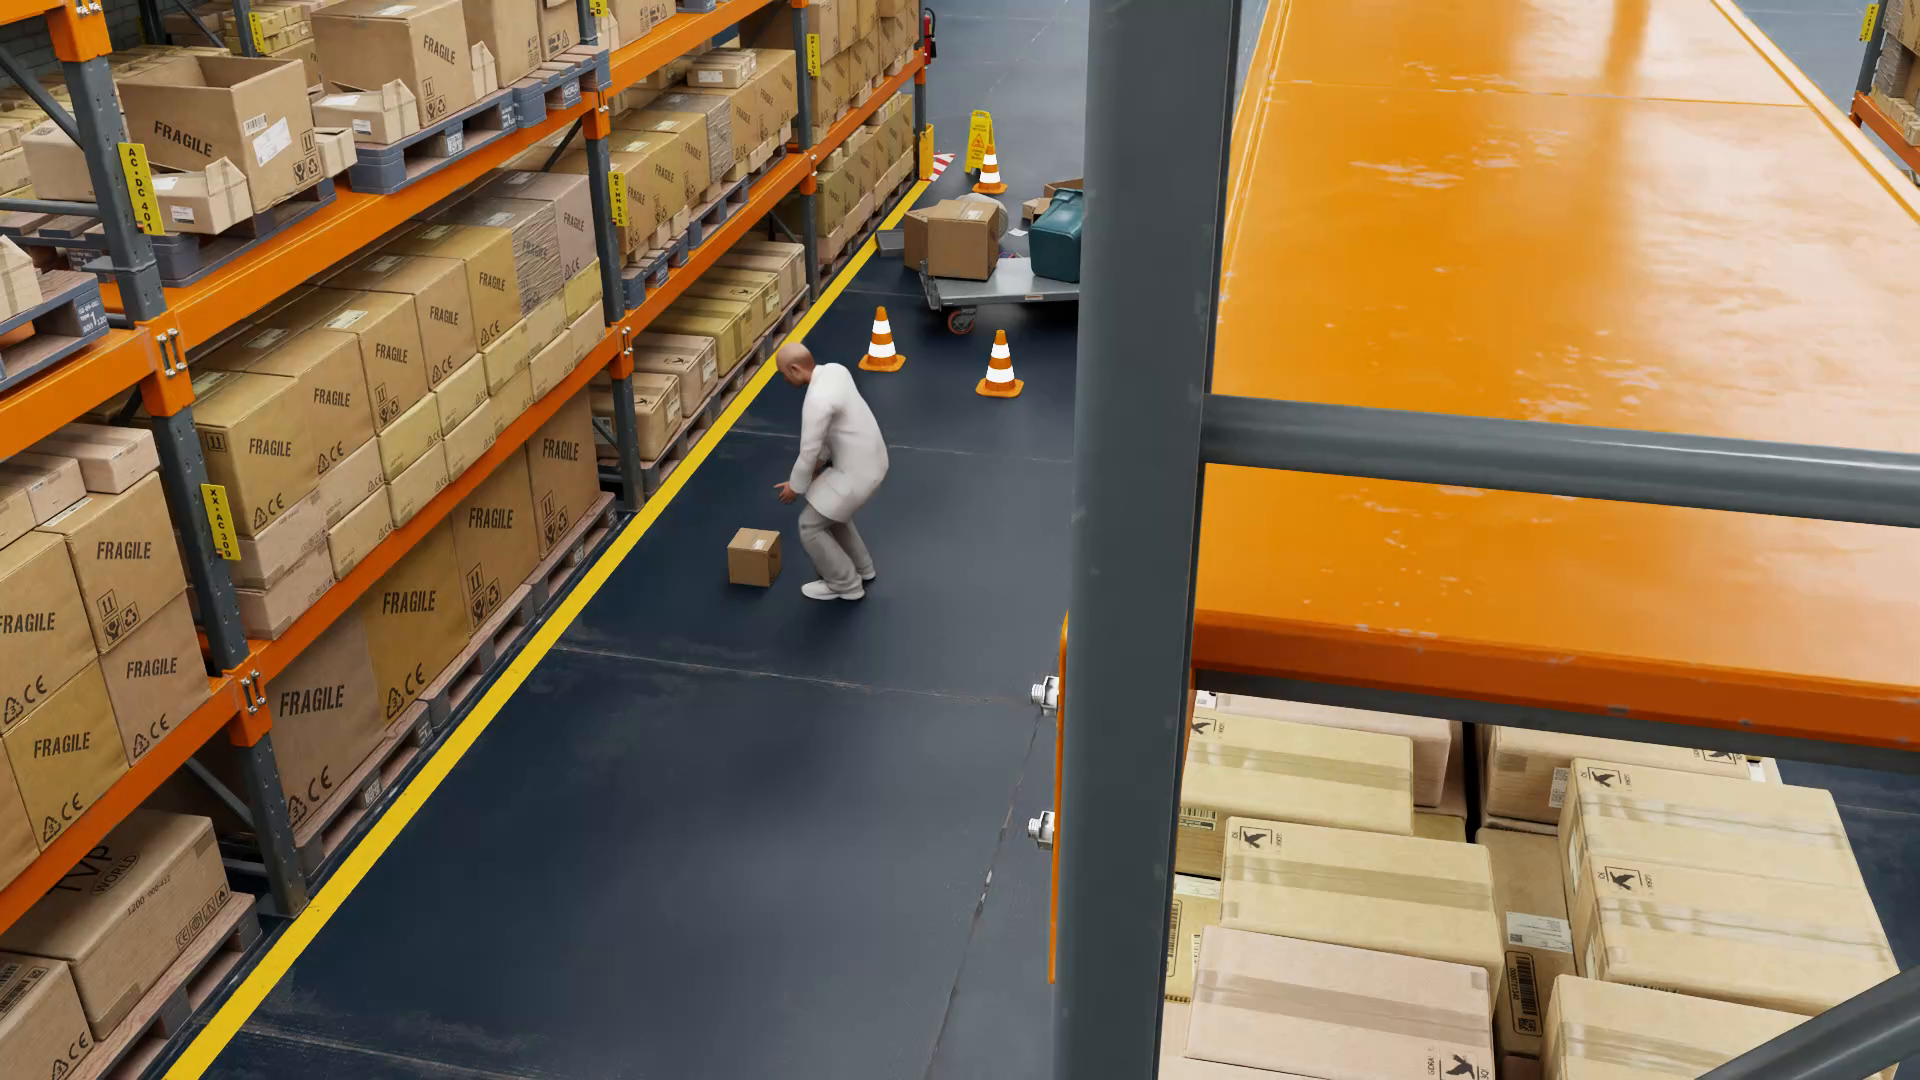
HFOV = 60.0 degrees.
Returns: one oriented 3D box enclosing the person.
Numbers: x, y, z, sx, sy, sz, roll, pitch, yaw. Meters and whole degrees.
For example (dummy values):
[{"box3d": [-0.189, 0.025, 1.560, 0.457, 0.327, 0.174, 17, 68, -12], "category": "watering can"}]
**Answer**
[{"box3d": [-0.730, -0.391, 9.607, 0.612, 1.552, 0.624, 6, 29, 11], "category": "person"}]
